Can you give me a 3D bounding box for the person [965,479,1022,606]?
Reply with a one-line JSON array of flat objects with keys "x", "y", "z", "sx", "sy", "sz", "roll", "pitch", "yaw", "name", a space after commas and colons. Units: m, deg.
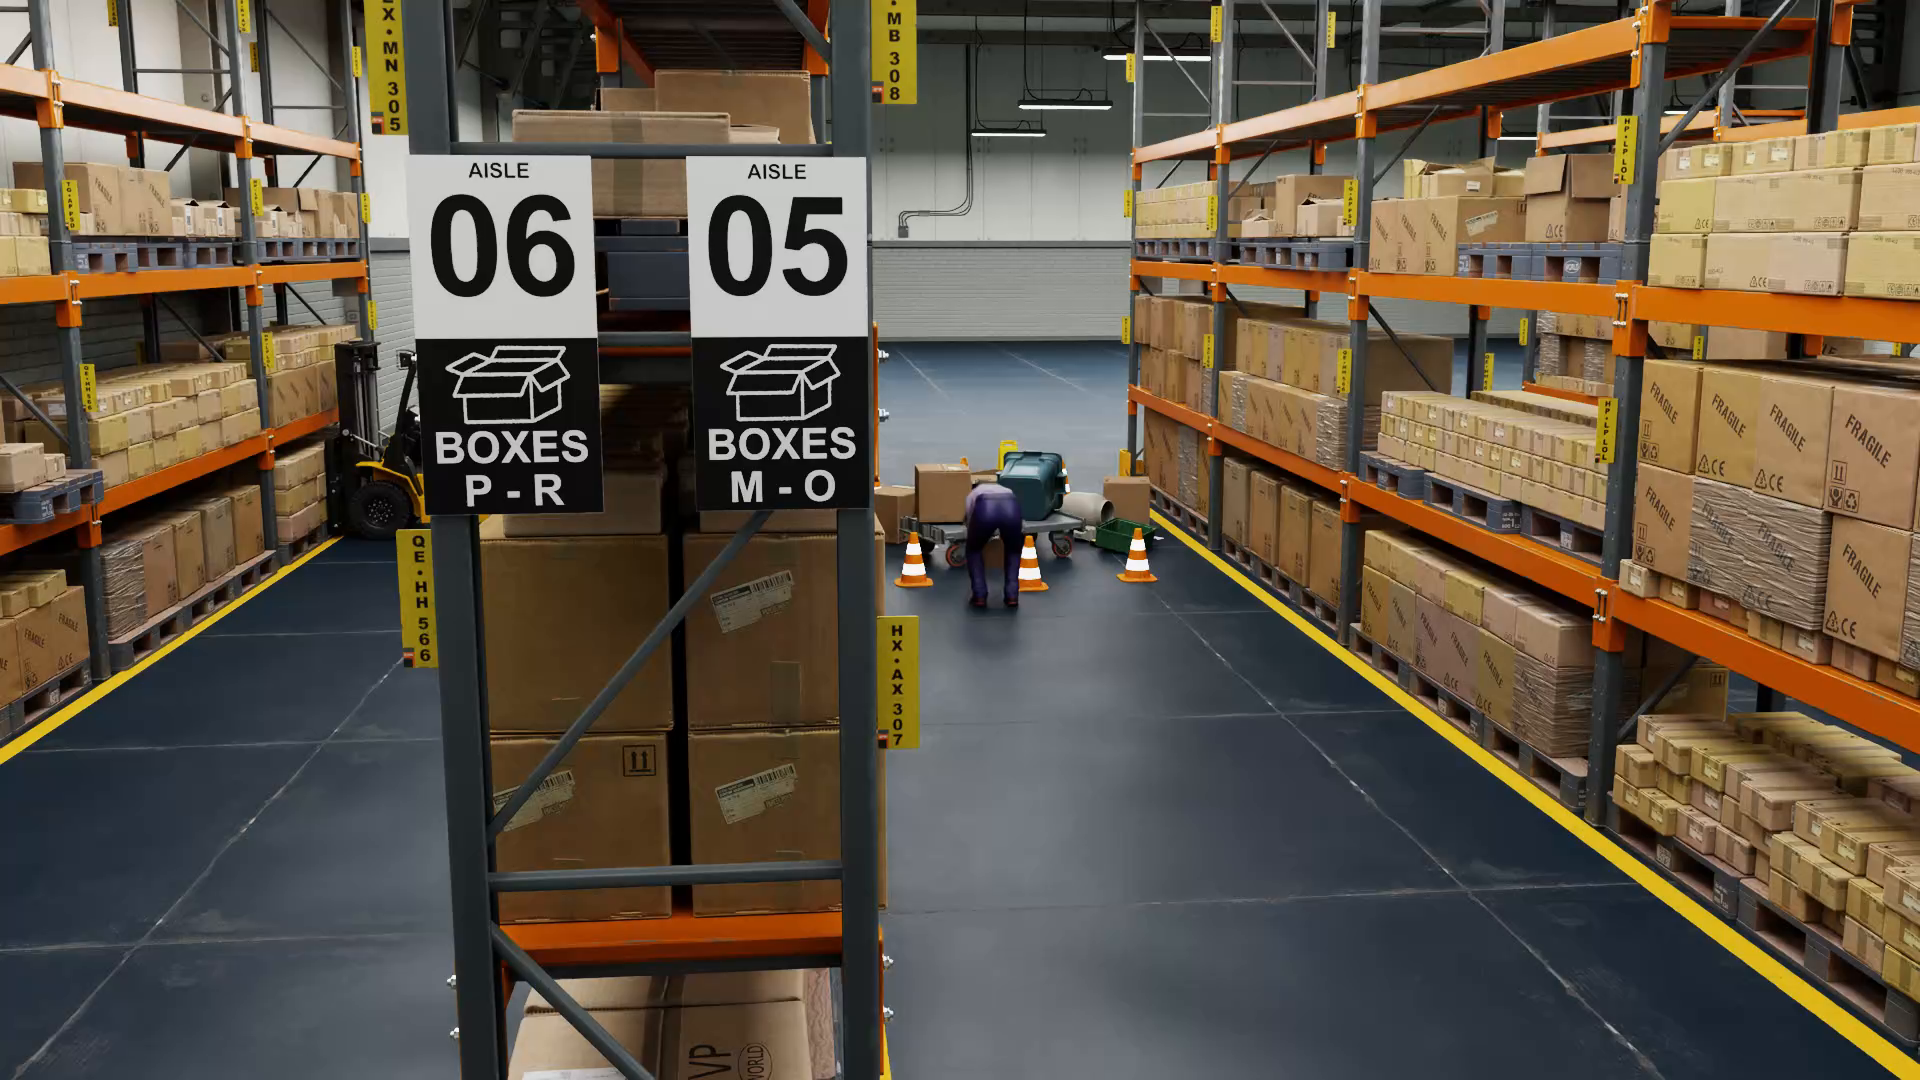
[{"x": 0.267, "y": 0.017, "z": 14.199, "sx": 0.483, "sy": 1.004, "sz": 0.910, "roll": -1, "pitch": 10, "yaw": -8, "name": "person"}]
